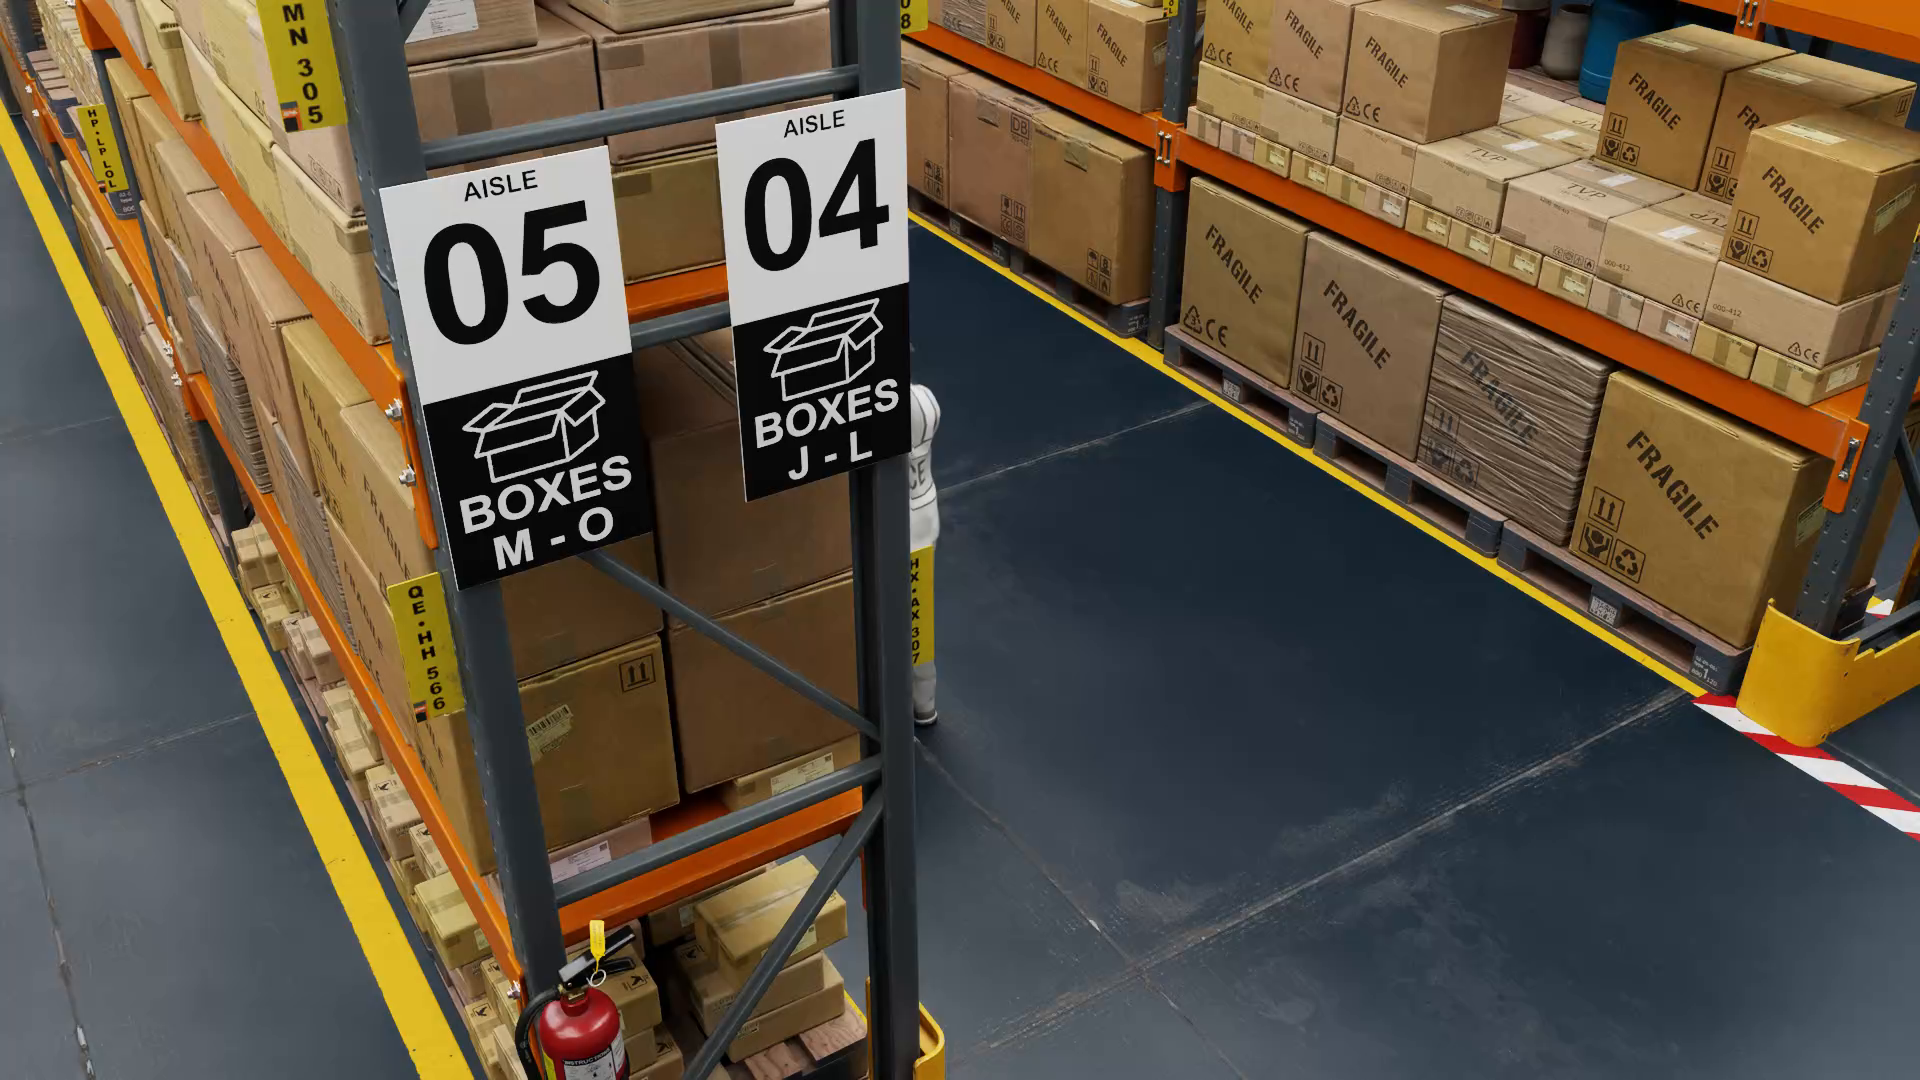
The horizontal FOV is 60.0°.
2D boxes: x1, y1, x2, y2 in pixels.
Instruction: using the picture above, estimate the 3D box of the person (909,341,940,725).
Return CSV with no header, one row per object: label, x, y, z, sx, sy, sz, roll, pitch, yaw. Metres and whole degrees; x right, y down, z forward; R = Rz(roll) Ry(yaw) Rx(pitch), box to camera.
person,-0.360,-0.048,6.193,0.490,1.772,0.567,-20,37,-28
